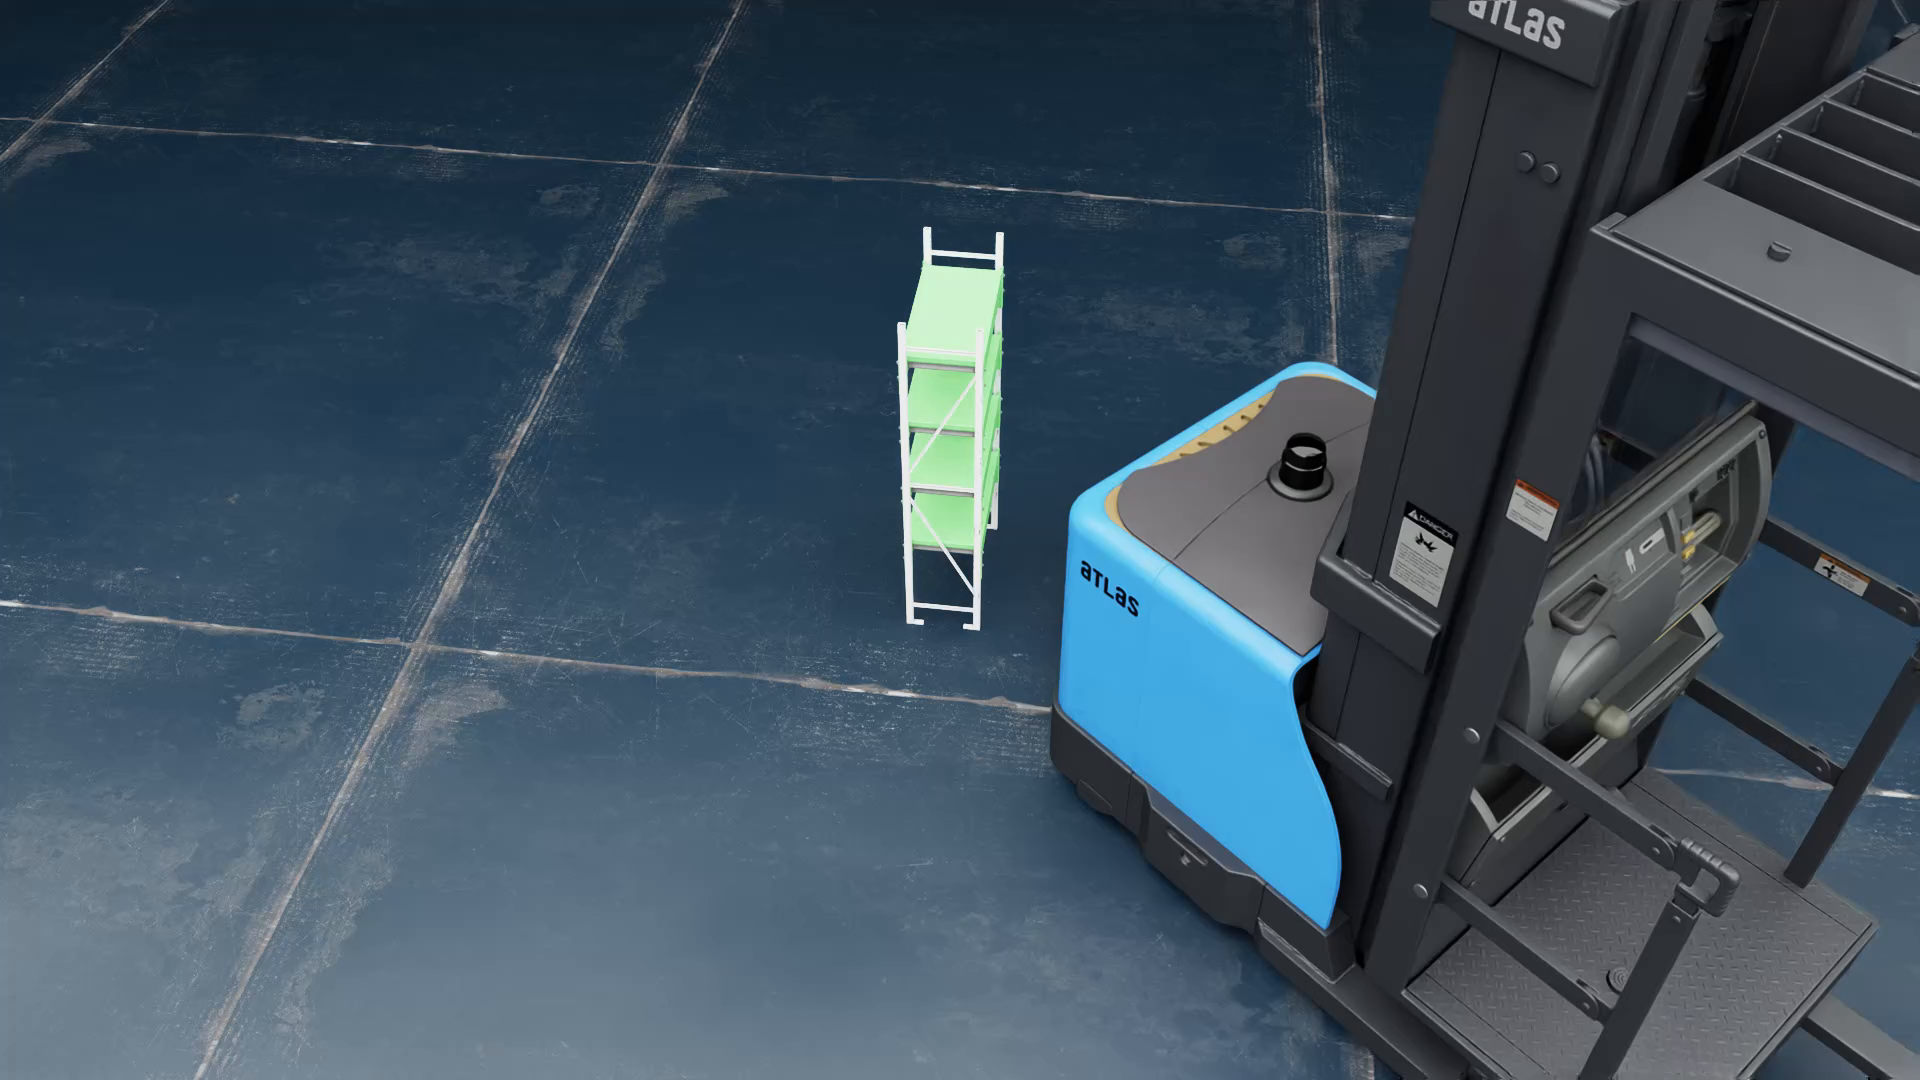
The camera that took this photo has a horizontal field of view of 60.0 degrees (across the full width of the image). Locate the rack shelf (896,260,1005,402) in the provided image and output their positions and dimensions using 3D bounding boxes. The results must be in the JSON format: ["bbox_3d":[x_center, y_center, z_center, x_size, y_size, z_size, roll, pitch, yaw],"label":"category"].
[{"bbox_3d":[-0.022,-0.625,4.932,0.258,0.148,0.480,5,44,6],"label":"rack shelf"}]

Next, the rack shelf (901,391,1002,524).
[{"bbox_3d":[-0.022,-0.276,5.262,0.258,0.148,0.480,5,44,6],"label":"rack shelf"}]

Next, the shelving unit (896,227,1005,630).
[{"bbox_3d":[-0.022,-0.323,5.218,0.258,1.200,0.503,5,44,6],"label":"shelving unit"}]

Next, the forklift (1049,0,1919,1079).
[{"bbox_3d":[1.615,0.161,3.448,1.130,2.935,3.031,-31,52,-29],"label":"forklift"}]

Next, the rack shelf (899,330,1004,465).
[{"bbox_3d":[-0.022,-0.451,5.097,0.258,0.148,0.480,5,44,6],"label":"rack shelf"}]

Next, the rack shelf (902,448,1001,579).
[{"bbox_3d":[-0.022,-0.102,5.427,0.258,0.148,0.480,5,44,6],"label":"rack shelf"}]

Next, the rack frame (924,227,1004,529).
[{"bbox_3d":[0.010,-0.489,5.394,0.240,1.200,0.015,5,44,6],"label":"rack frame"}]

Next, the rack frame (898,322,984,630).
[{"bbox_3d":[-0.054,-0.157,5.043,0.240,1.200,0.015,5,44,6],"label":"rack frame"}]
